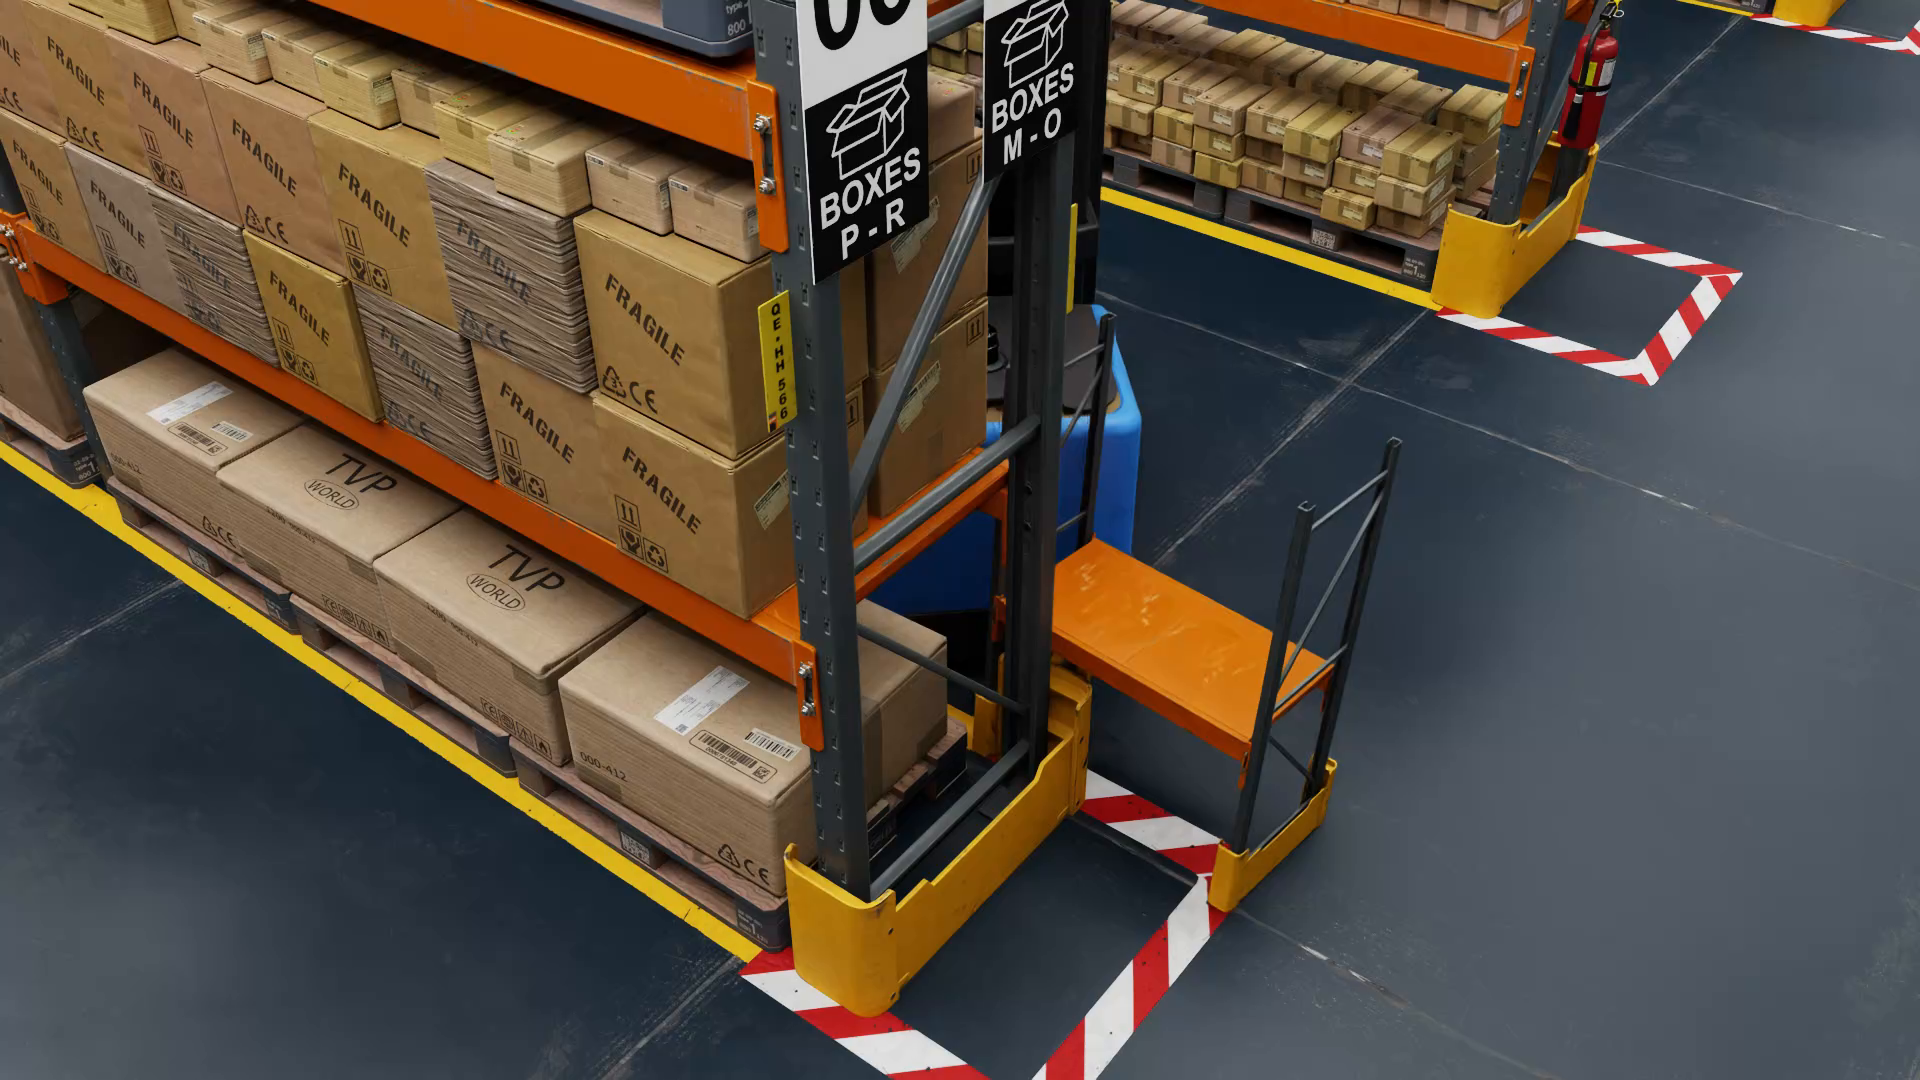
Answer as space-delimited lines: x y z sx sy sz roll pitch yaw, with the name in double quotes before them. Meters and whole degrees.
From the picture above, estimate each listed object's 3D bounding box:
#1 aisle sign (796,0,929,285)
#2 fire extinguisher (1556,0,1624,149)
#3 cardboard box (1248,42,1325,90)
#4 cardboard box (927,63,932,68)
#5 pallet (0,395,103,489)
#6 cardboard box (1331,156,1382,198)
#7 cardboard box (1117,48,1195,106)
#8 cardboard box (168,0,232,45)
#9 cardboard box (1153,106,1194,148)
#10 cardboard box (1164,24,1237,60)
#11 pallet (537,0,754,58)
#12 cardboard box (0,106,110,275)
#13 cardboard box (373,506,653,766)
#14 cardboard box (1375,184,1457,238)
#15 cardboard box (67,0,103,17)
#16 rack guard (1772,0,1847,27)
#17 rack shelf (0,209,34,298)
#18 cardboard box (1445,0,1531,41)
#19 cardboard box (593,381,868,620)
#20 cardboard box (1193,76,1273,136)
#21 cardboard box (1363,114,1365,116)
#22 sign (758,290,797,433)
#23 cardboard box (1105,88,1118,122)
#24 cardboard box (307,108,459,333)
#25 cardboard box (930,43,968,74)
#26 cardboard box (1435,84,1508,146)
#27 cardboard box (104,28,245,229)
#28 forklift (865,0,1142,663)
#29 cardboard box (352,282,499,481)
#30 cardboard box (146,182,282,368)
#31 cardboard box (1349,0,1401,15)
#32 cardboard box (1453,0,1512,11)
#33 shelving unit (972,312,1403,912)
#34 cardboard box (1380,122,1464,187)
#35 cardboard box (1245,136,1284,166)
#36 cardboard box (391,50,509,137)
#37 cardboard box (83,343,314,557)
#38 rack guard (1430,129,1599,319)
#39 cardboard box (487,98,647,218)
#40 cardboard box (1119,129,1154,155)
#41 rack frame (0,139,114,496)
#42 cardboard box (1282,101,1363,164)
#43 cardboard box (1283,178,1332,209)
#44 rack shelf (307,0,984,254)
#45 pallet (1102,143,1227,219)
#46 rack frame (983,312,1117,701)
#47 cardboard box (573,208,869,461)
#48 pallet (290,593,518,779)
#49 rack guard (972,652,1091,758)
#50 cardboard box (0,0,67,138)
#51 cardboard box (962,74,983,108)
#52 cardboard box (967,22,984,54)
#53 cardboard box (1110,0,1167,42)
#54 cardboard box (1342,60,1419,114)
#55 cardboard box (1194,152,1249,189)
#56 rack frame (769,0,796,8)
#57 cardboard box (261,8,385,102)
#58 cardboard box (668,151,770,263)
"aisle sign" -0.191 -0.950 3.421 0.004 0.787 0.394 25 45 29
"fire extinguisher" 2.787 -2.069 7.324 0.183 0.674 0.296 25 45 29
"cardboard box" 1.781 -2.568 9.087 0.250 0.149 0.380 27 45 30
"cardboard box" -0.216 -2.814 9.882 0.250 0.149 0.380 23 44 27
"pallet" -3.896 -0.757 7.546 1.213 0.211 1.003 25 45 29
"cardboard box" 2.100 -1.909 8.485 0.250 0.149 0.380 24 44 28
"cardboard box" 1.063 -2.513 9.016 0.250 0.149 0.380 25 45 29
"cardboard box" -2.099 -1.592 4.932 0.250 0.149 0.380 25 45 28
"cardboard box" 1.249 -2.271 8.948 0.250 0.149 0.380 28 46 31
"cardboard box" 1.342 -2.737 9.301 0.250 0.149 0.380 25 45 29
"pallet" -0.655 -1.524 3.902 1.213 0.211 1.003 25 45 29
"cardboard box" -3.023 -1.338 5.945 0.500 0.500 0.500 27 45 30
"cardboard box" -1.377 0.202 5.797 0.875 0.438 0.875 27 45 30
"cardboard box" 2.322 -1.704 8.466 0.250 0.149 0.380 26 45 29
"cardboard box" -2.542 -1.760 5.146 0.250 0.149 0.380 25 44 28
"rack guard" 5.980 -3.964 11.408 0.348 0.500 1.175 25 45 29
"rack shelf" -4.826 -2.069 7.542 4.000 0.370 1.077 25 45 29
"cardboard box" 2.436 -2.451 7.651 0.250 0.149 0.380 25 45 29
"cardboard box" -0.604 -0.195 4.485 0.500 0.500 0.500 26 45 29
"cardboard box" 1.431 -2.276 8.713 0.250 0.149 0.380 27 45 30
"cardboard box" 2.176 -2.227 8.892 0.250 0.149 0.380 26 45 29
"sign" -0.401 -0.393 3.688 0.005 0.325 0.100 25 45 29
"cardboard box" 0.833 -2.465 9.196 0.250 0.149 0.380 25 44 28
"cardboard box" -1.411 -0.970 4.663 0.500 0.500 0.500 25 44 28
"cardboard box" 0.039 -2.881 9.727 0.250 0.149 0.380 26 45 29
"cardboard box" 2.657 -2.206 8.624 0.250 0.149 0.380 23 44 27
"cardboard box" -2.208 -1.349 5.148 0.500 0.500 0.500 26 45 29
"forklift" -0.035 -1.587 6.399 1.130 2.935 3.031 -4 38 -5
"cardboard box" -1.408 -0.578 4.974 0.500 0.500 0.500 27 45 30
"cardboard box" -2.235 -0.958 5.460 0.500 0.500 0.500 26 45 29
"cardboard box" 2.053 -2.649 7.904 0.250 0.149 0.380 25 44 28
"cardboard box" 2.354 -2.765 7.526 0.500 0.500 0.500 26 45 29
"shelving unit" 0.663 0.217 5.224 1.083 1.500 0.587 29 43 32
"cardboard box" 2.293 -1.918 8.255 0.250 0.149 0.380 26 45 29
"cardboard box" 1.710 -2.129 8.767 0.250 0.149 0.380 25 44 28
"cardboard box" -1.279 -1.215 4.451 0.250 0.149 0.380 25 44 28
"cardboard box" -2.804 -0.472 6.657 0.875 0.438 0.875 25 44 28
"rack guard" 2.807 -1.611 8.402 0.348 0.500 1.175 25 45 29
"cardboard box" -0.939 -0.968 4.135 0.250 0.149 0.380 25 44 28
"cardboard box" 1.094 -2.287 9.209 0.250 0.149 0.380 27 45 30
"rack frame" -3.237 -1.603 6.364 0.127 3.000 1.000 25 45 29
"cardboard box" 1.845 -2.075 8.456 0.250 0.149 0.380 24 44 28
"cardboard box" 1.899 -1.892 8.705 0.250 0.149 0.380 25 44 28
"rack shelf" -1.648 -1.752 4.704 4.000 0.370 1.077 25 45 29
"pallet" 1.218 -2.276 9.485 1.213 0.211 1.003 25 45 29
"rack frame" 0.279 0.000 5.496 0.032 1.500 0.500 29 43 32
"cardboard box" -0.587 -0.602 4.193 0.500 0.500 0.500 27 45 30
"pallet" -1.707 0.275 6.228 1.213 0.211 1.003 25 45 29
"rack guard" 0.265 0.515 5.850 0.087 0.250 0.587 29 43 32
"cardboard box" -3.006 -1.739 5.646 0.500 0.500 0.500 26 45 29
"cardboard box" 0.224 -2.646 9.669 0.250 0.149 0.380 25 44 28
"cardboard box" 0.251 -2.908 9.521 0.250 0.149 0.380 25 44 28
"cardboard box" 0.990 -2.978 9.610 0.250 0.149 0.380 23 44 27
"cardboard box" 2.243 -2.408 8.881 0.250 0.149 0.380 25 45 28
"cardboard box" 1.454 -2.043 8.898 0.250 0.149 0.380 23 44 27
"rack frame" -0.060 -2.467 2.601 0.127 3.000 1.000 25 45 29
"cardboard box" -1.711 -1.388 4.671 0.250 0.149 0.380 27 45 30
"cardboard box" -0.467 -0.830 3.958 0.250 0.149 0.380 26 45 29
